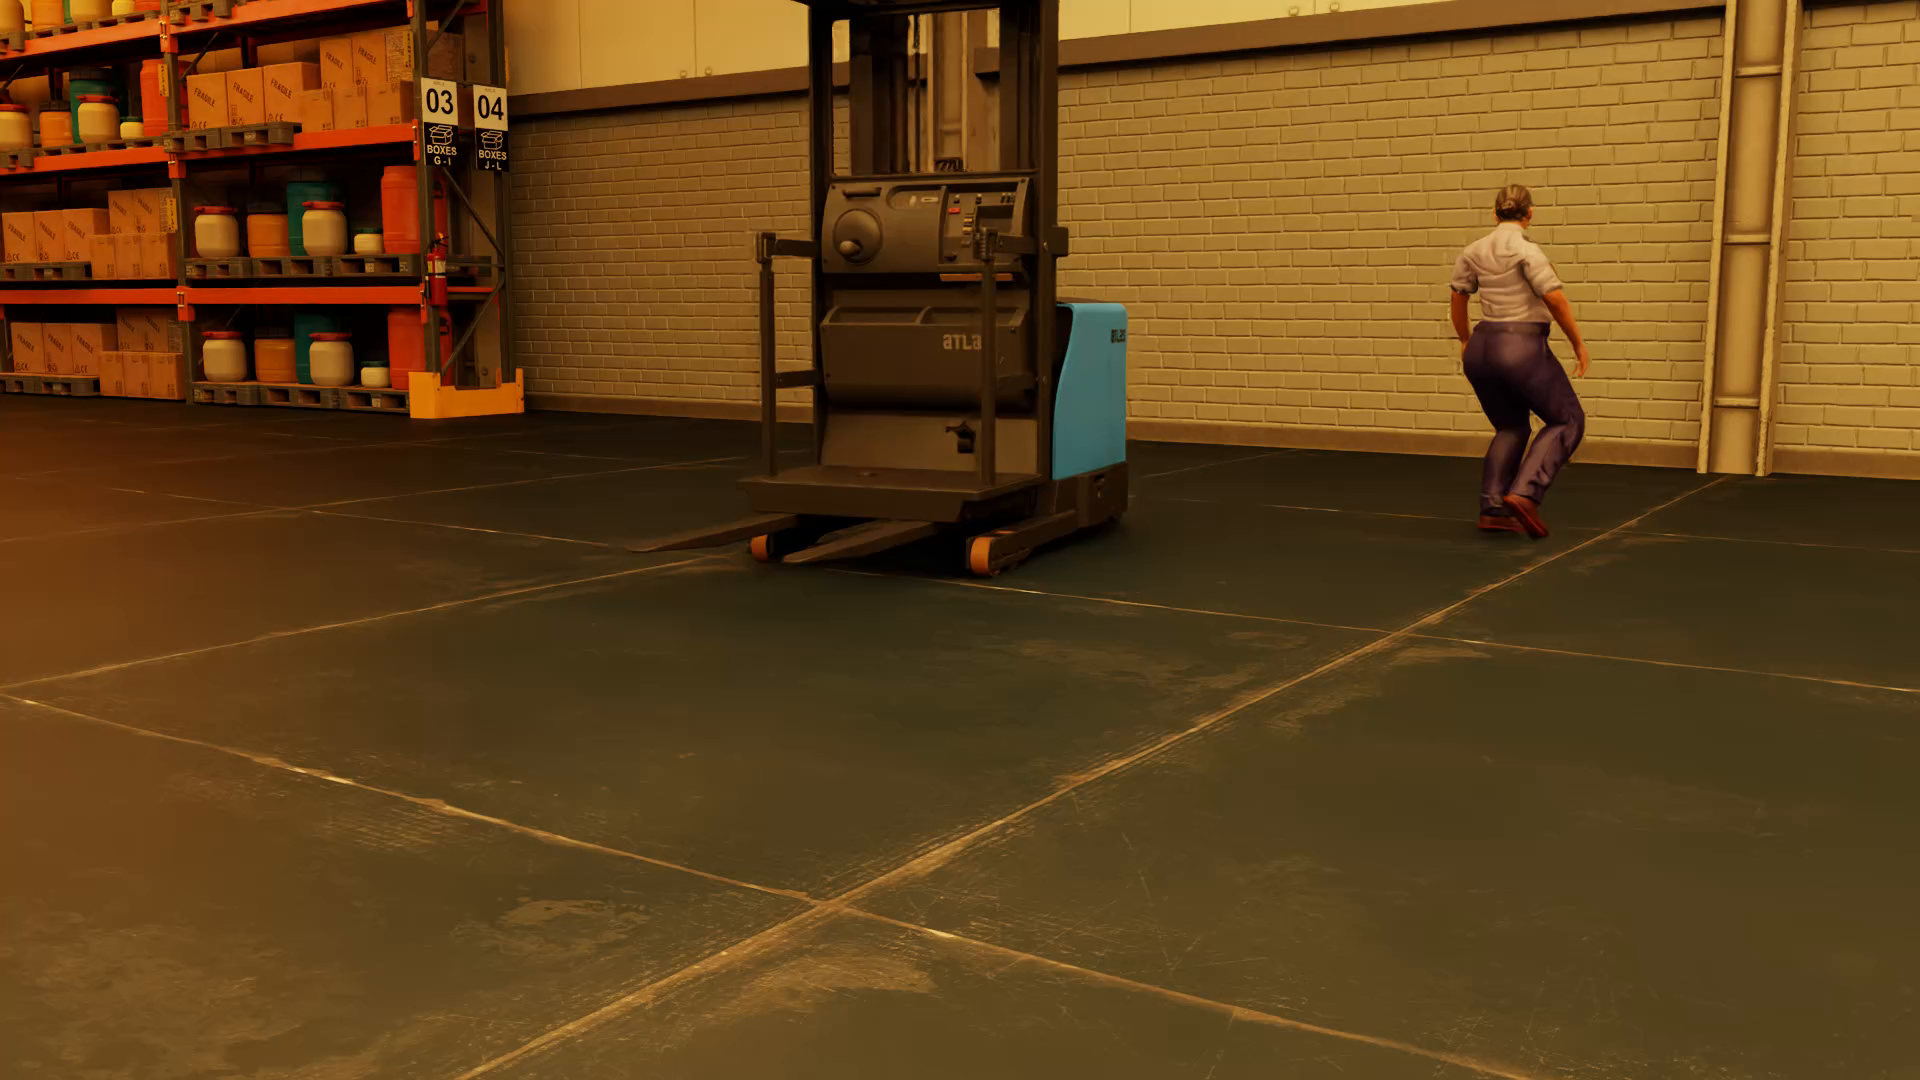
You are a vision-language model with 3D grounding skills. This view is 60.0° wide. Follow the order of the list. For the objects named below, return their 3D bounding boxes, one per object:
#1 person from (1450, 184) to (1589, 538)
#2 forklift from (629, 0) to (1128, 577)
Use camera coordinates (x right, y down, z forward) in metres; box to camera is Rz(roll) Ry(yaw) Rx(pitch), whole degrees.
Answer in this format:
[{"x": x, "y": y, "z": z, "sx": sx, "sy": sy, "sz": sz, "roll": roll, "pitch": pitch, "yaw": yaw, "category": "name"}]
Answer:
[{"x": 2.594, "y": -0.834, "z": 7.793, "sx": 0.451, "sy": 1.634, "sz": 0.732, "roll": -3, "pitch": 9, "yaw": -19, "category": "person"}, {"x": -0.237, "y": -1.371, "z": 6.837, "sx": 1.130, "sy": 2.935, "sz": 3.031, "roll": 4, "pitch": 9, "yaw": 23, "category": "forklift"}]
